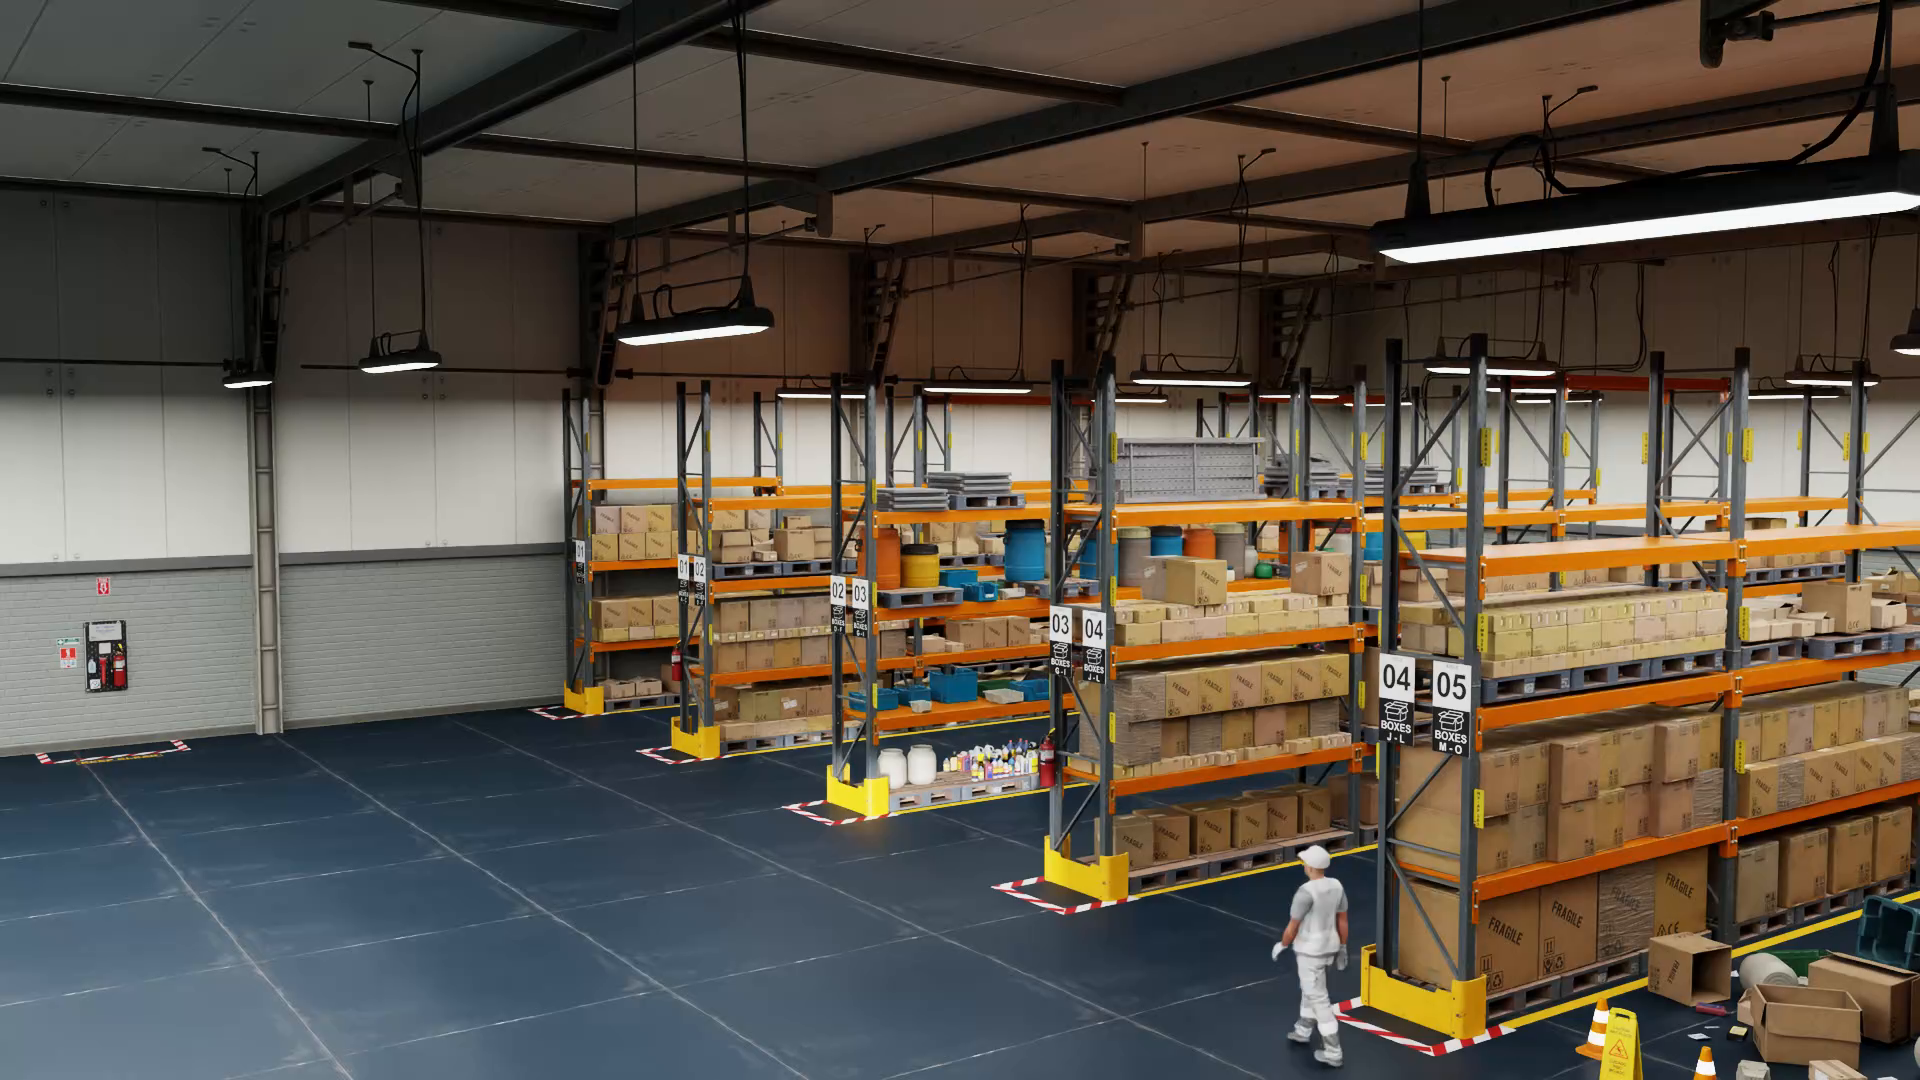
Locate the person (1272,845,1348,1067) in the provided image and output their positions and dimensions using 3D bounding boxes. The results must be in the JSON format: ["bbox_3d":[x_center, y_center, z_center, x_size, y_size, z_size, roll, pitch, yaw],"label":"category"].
[{"bbox_3d":[2.873,3.389,13.740,0.551,1.791,0.798,-3,5,-37],"label":"person"}]

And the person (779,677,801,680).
[{"bbox_3d":[-3.088,2.414,29.901,0.462,1.674,0.356,-2,4,-30],"label":"person"}]
